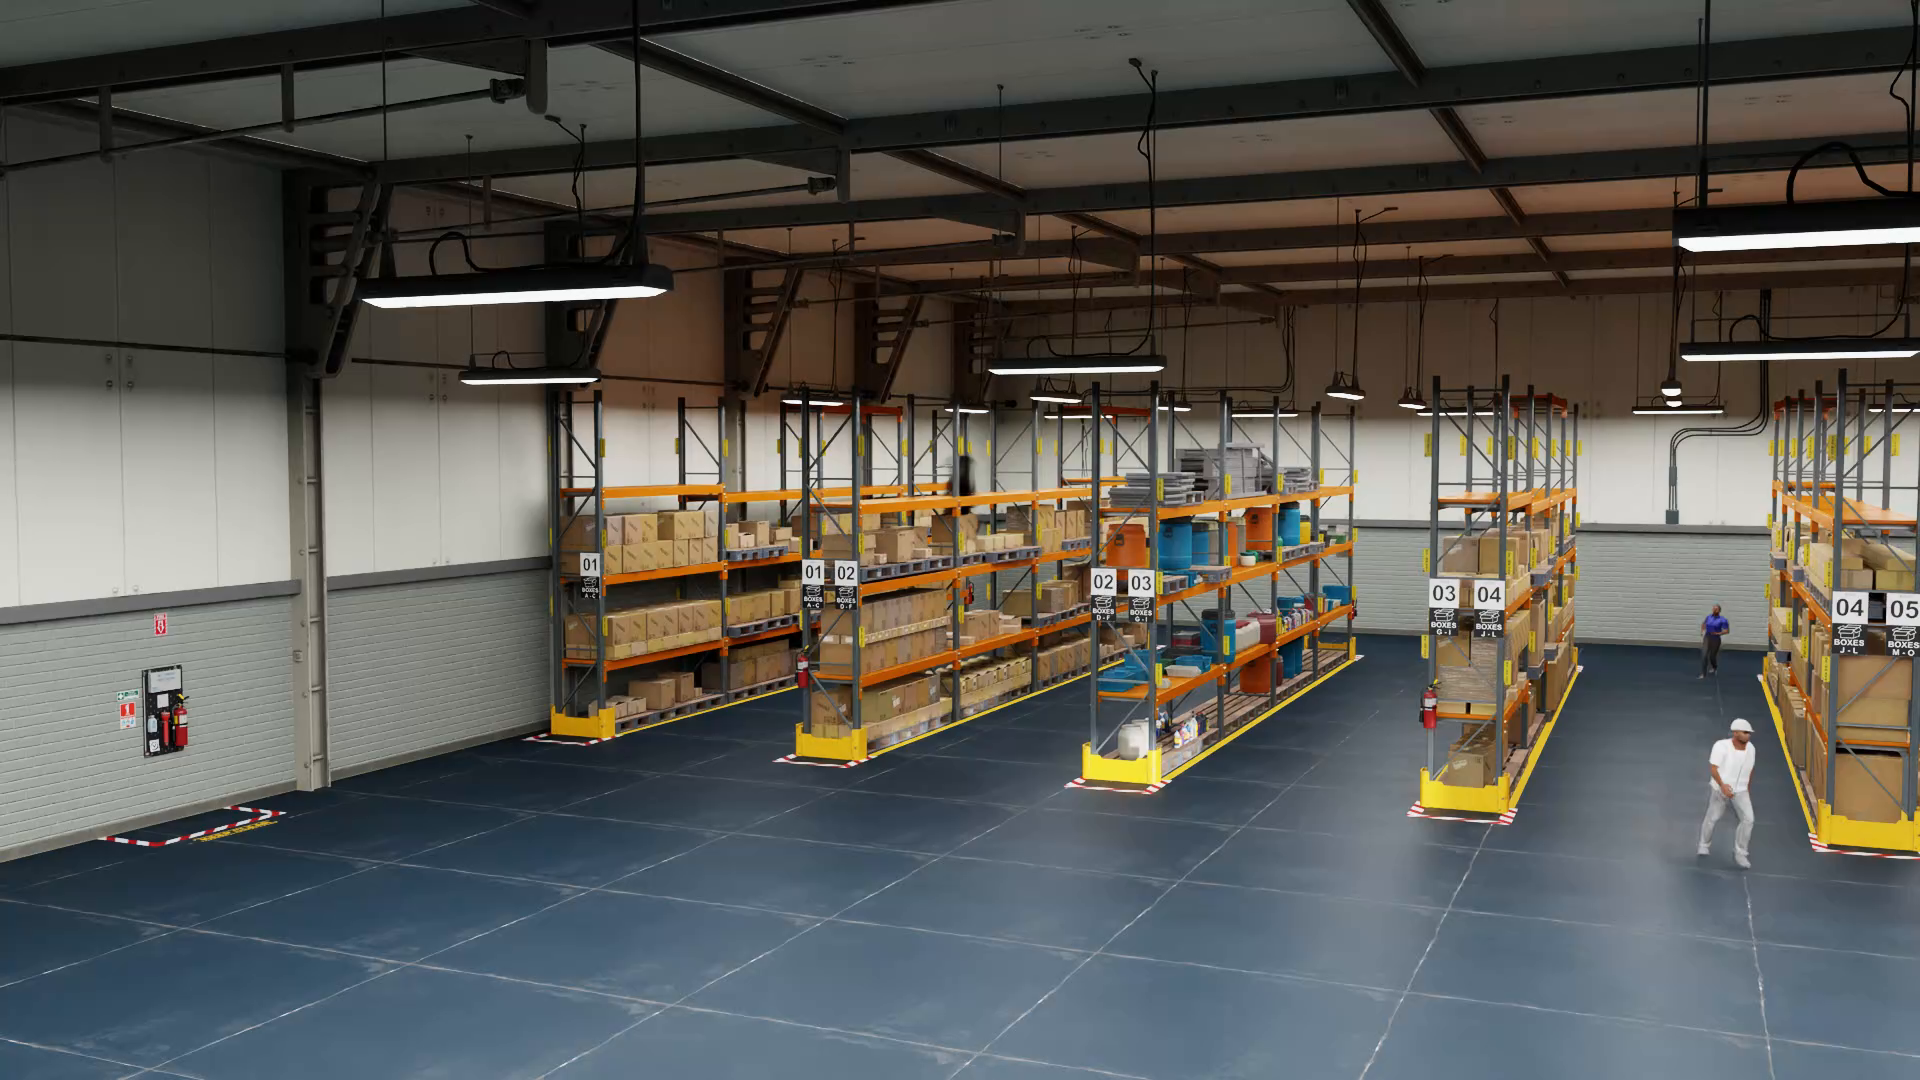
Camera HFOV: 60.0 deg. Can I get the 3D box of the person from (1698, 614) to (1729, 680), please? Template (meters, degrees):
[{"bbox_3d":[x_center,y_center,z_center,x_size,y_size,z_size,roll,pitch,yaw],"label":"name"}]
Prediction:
[{"bbox_3d":[16.419,2.313,36.148,0.819,1.451,0.570,-3,4,-45],"label":"person"}]

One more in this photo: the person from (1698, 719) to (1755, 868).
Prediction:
[{"bbox_3d":[9.302,3.009,20.024,0.625,1.722,0.778,0,3,-3],"label":"person"}]
